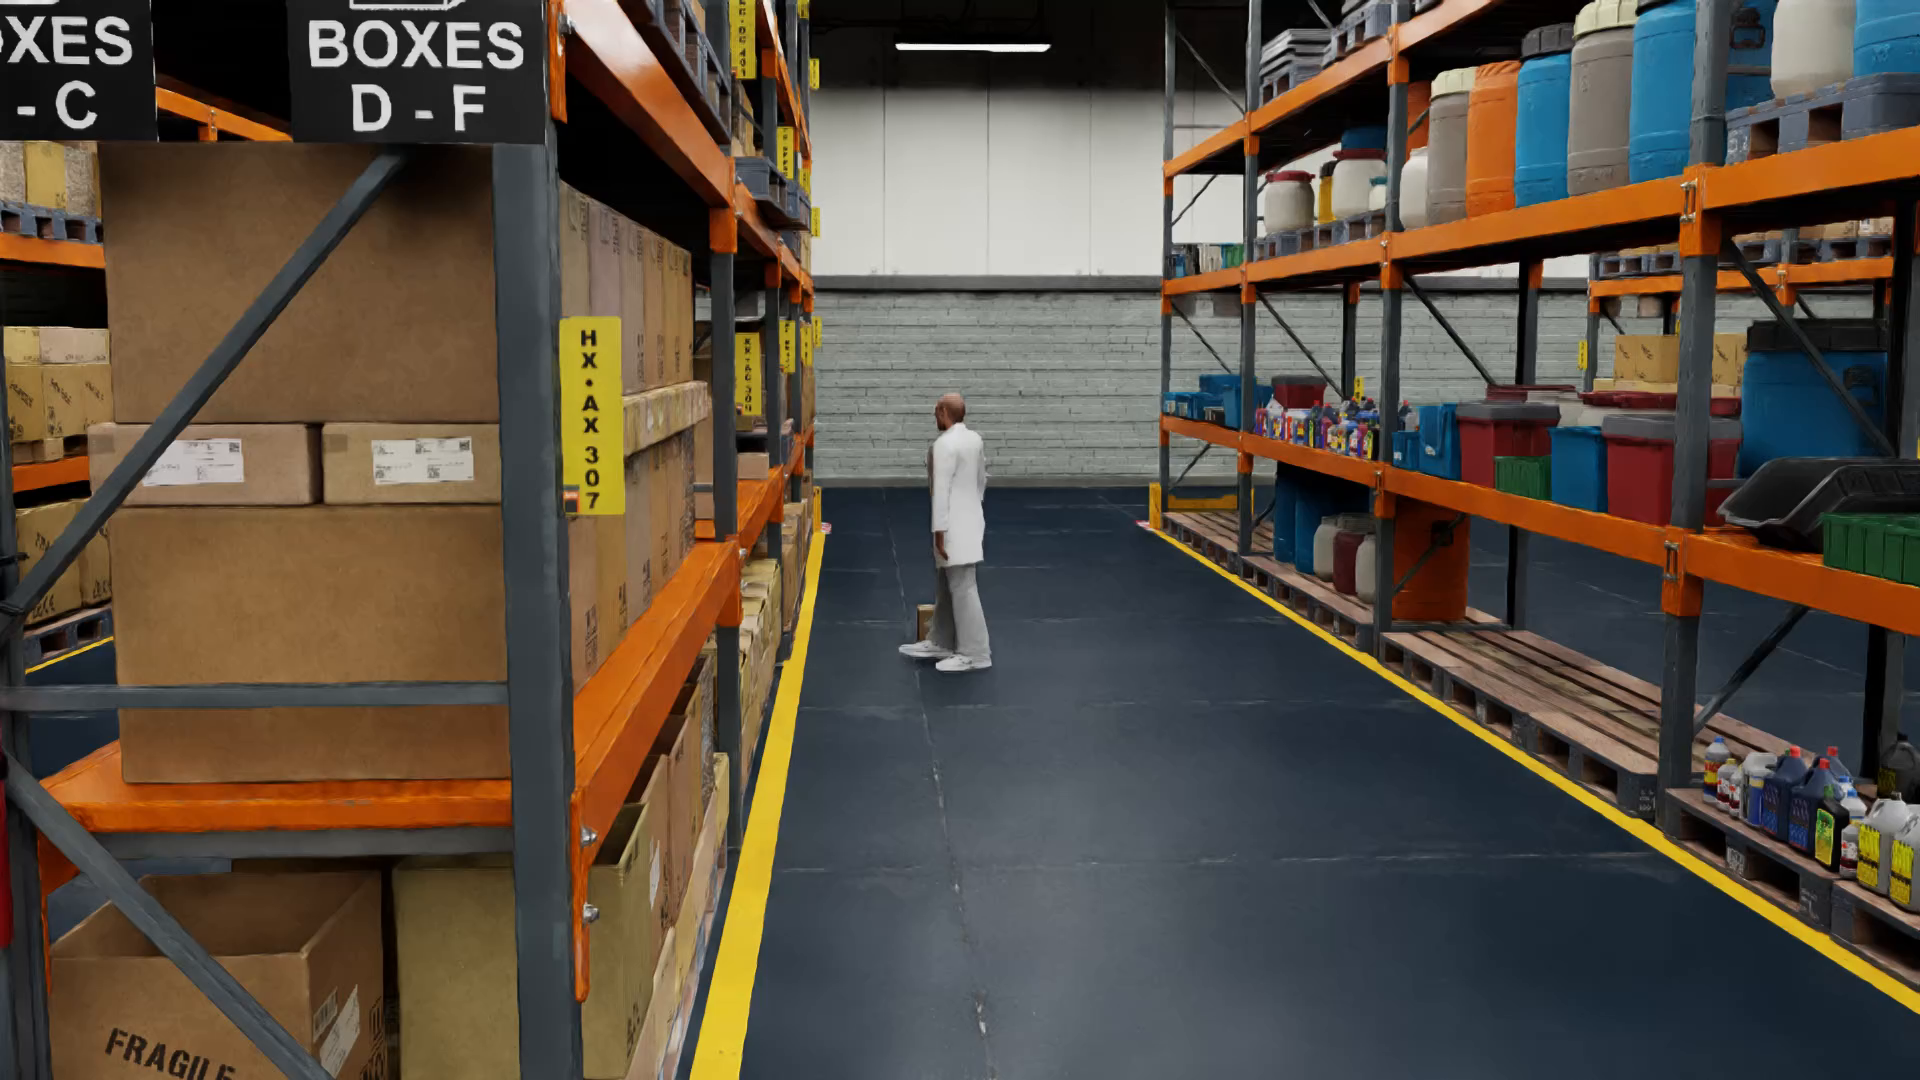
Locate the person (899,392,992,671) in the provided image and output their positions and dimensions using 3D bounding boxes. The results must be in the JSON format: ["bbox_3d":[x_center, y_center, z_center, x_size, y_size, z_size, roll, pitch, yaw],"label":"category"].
[{"bbox_3d":[-0.076,-0.073,10.831,0.678,1.775,0.707,2,7,20],"label":"person"}]
